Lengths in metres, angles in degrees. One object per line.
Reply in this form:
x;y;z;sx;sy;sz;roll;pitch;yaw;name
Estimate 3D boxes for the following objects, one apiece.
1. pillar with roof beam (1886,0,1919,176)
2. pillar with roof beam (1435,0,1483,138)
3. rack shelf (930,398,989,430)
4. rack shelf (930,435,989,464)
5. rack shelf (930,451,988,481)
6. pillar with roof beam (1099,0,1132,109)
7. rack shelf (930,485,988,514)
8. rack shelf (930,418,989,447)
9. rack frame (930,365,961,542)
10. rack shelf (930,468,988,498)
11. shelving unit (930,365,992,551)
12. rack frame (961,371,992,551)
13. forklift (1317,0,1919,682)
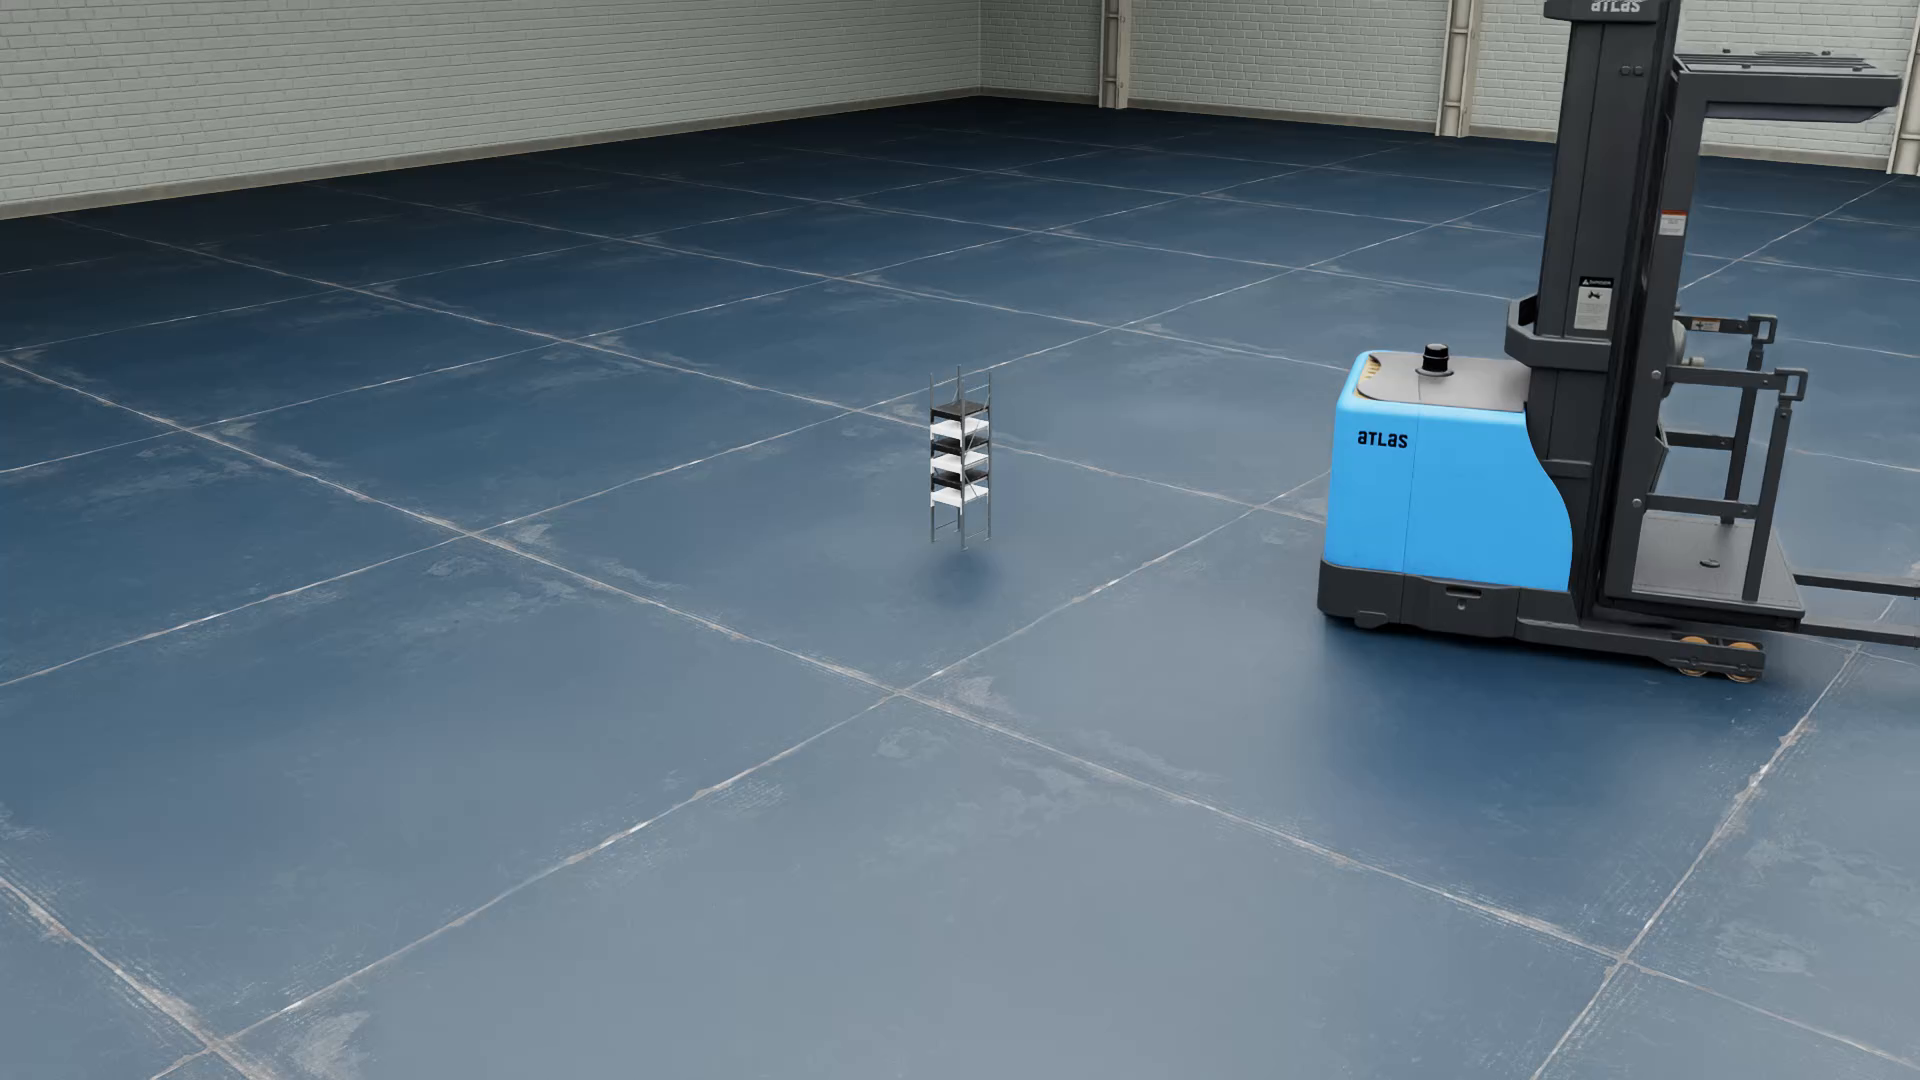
9.153;-7.637;16.166;0.400;9.000;9.100;16;26;36;pillar with roof beam
4.505;-8.975;19.715;0.400;9.000;9.100;16;26;36;pillar with roof beam
0.006;-0.641;8.421;0.200;0.077;0.258;16;26;36;rack shelf
0.006;-0.472;8.485;0.200;0.077;0.258;16;26;36;rack shelf
0.006;-0.388;8.516;0.200;0.077;0.258;16;26;36;rack shelf
-0.143;-10.314;23.265;0.400;9.000;9.100;16;26;36;pillar with roof beam
0.006;-0.220;8.580;0.200;0.077;0.258;16;26;36;rack shelf
0.006;-0.556;8.453;0.200;0.077;0.258;16;26;36;rack shelf
-0.072;-0.442;8.565;0.006;0.900;0.240;16;26;36;rack frame
0.006;-0.304;8.548;0.200;0.077;0.258;16;26;36;rack shelf
0.006;-0.419;8.505;0.210;0.900;0.258;16;26;36;shelving unit
0.085;-0.397;8.444;0.006;0.900;0.240;16;26;36;rack frame
3.217;-0.977;7.106;3.031;2.935;1.130;7;22;17;forklift
